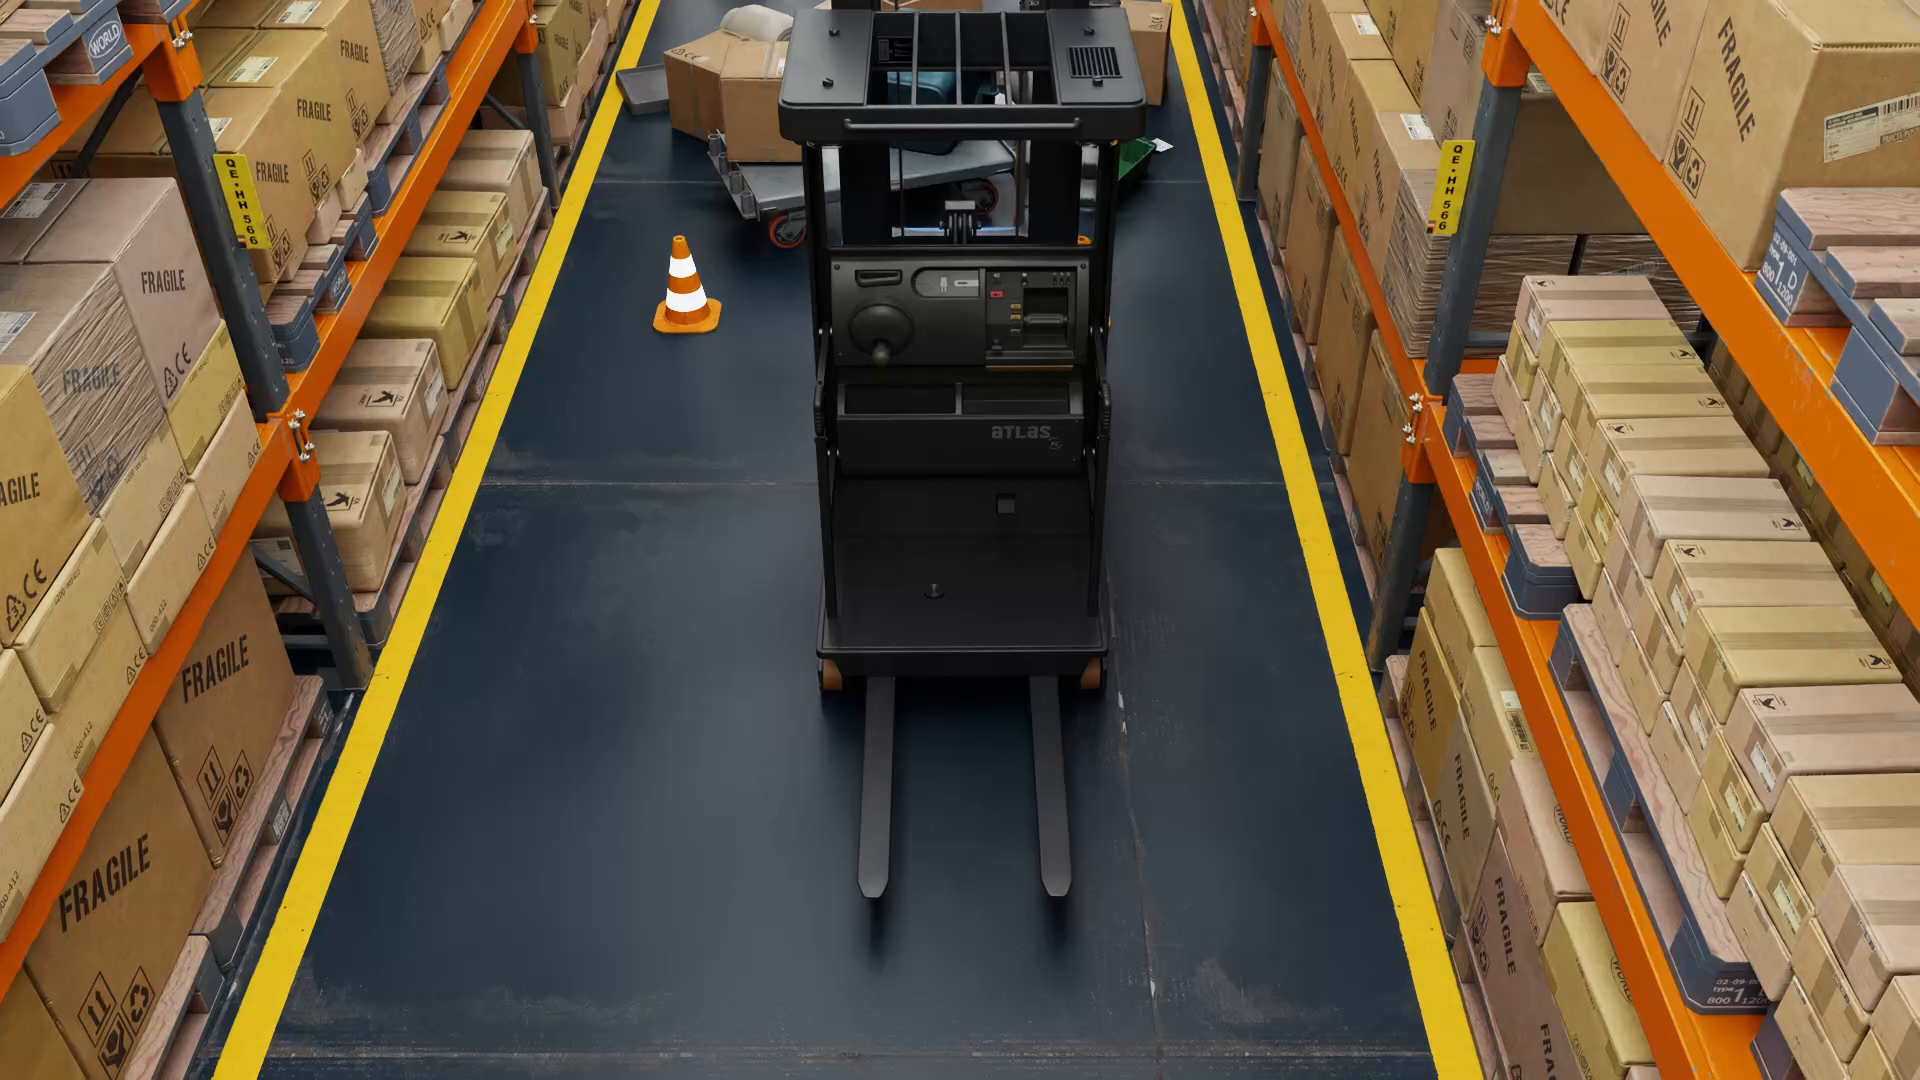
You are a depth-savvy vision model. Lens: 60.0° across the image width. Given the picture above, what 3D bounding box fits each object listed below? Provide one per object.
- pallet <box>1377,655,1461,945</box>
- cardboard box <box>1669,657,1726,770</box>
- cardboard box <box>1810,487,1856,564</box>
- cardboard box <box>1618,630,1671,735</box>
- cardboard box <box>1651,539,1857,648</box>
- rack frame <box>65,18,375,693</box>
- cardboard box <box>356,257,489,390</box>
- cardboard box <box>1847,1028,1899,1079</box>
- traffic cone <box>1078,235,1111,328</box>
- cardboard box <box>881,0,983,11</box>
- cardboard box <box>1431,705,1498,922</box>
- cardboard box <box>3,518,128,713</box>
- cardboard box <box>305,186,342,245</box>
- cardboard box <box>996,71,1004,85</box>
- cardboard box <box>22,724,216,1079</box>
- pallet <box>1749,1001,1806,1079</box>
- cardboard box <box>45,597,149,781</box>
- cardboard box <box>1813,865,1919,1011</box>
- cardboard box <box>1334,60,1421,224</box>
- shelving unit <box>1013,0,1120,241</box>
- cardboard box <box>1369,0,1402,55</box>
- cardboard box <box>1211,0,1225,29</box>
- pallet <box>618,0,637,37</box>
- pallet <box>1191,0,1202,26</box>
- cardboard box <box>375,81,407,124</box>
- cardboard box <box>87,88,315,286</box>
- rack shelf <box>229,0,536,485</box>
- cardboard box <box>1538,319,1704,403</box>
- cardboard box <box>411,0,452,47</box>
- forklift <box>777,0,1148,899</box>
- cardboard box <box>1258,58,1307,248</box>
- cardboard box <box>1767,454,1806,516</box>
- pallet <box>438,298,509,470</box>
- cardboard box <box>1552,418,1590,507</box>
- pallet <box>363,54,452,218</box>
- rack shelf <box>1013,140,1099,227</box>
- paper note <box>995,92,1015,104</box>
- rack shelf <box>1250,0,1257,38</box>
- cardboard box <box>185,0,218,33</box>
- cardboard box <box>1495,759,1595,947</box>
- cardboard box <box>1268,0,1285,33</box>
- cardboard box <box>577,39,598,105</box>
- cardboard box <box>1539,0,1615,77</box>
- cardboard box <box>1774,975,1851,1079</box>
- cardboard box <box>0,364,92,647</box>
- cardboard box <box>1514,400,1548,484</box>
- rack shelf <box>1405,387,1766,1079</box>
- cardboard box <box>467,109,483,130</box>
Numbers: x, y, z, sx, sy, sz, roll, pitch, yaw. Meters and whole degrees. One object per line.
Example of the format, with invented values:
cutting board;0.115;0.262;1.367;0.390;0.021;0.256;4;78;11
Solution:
pallet;2.127;0.897;5.961;1.003;0.211;1.213;0;39;0
cardboard box;1.934;0.415;3.961;0.380;0.149;0.250;1;39;2
cardboard box;2.588;-0.065;4.560;0.380;0.149;0.250;0;39;0
cardboard box;1.930;0.364;4.262;0.380;0.149;0.250;0;39;1
cardboard box;1.937;0.134;4.074;0.380;0.149;0.250;1;39;1
rack frame;-2.822;-0.613;5.616;1.000;3.000;0.127;0;39;0
cardboard box;-2.817;-1.040;7.915;0.950;0.372;0.625;1;39;1
cardboard box;1.935;1.071;3.142;0.380;0.149;0.250;2;39;2
traffic cone;0.614;-1.351;8.566;0.336;0.463;0.334;0;39;0
cardboard box;-0.298;-3.545;11.271;0.797;0.503;0.637;-28;46;-30
cardboard box;1.877;0.889;5.405;0.500;0.500;0.500;0;39;0
cardboard box;-2.543;0.194;4.329;0.500;0.250;0.500;-1;39;-1
cardboard box;-2.558;-1.230;6.251;0.380;0.149;0.250;-2;39;-3
cardboard box;0.279;-3.188;11.015;0.396;0.266;0.258;6;39;8
cardboard box;-2.908;1.042;4.914;0.875;0.875;0.875;0;39;1
pallet;2.277;1.419;3.234;1.003;0.211;1.213;0;39;0
cardboard box;-2.561;0.396;4.477;0.500;0.250;0.500;0;39;-1
cardboard box;1.936;0.779;3.268;0.380;0.149;0.250;0;39;0
cardboard box;1.859;-1.625;6.799;0.500;0.500;0.500;-1;39;-1
shelving unit;0.459;-1.602;7.544;0.431;2.100;0.503;1;35;2
cardboard box;2.131;-2.346;6.899;0.700;0.500;0.500;0;39;0
cardboard box;2.188;-4.043;11.259;0.875;0.875;0.875;-1;39;-1
pallet;-2.866;-3.972;12.037;1.003;0.211;1.213;0;39;0
pallet;2.197;-4.094;12.190;1.003;0.211;1.213;0;39;0
cardboard box;-2.590;-1.893;7.078;0.380;0.149;0.250;1;39;1
cardboard box;-2.592;-1.213;5.712;0.500;0.500;0.500;-1;39;-1
rack shelf;-2.825;-1.583;7.402;1.077;0.370;4.000;0;39;0
cardboard box;1.937;-0.520;4.890;0.380;0.149;0.250;-1;39;-1
cardboard box;-2.601;-2.512;7.332;0.500;0.500;0.500;1;39;1
forklift;0.005;-0.750;5.842;1.130;2.935;3.031;0;39;0
cardboard box;2.214;-2.079;8.908;1.050;0.750;0.750;0;39;0
cardboard box;2.587;-0.121;4.867;0.380;0.149;0.250;1;39;1
pallet;-2.820;-0.774;8.047;1.003;0.211;1.213;0;39;0
cardboard box;1.933;-0.222;4.756;0.380;0.149;0.250;-1;39;-1
pallet;-2.866;-1.776;7.221;1.003;0.211;1.213;0;39;0
rack shelf;0.459;-1.591;7.552;0.431;0.518;0.480;1;35;2
paper note;0.291;-2.867;10.810;0.172;0.023;0.155;13;40;15
rack shelf;2.121;-4.151;10.606;1.077;0.370;4.000;0;39;0
cardboard box;-3.114;-1.855;6.512;0.500;0.500;0.500;-3;39;-3
cardboard box;1.875;0.897;4.795;0.500;0.250;0.500;0;39;0
cardboard box;1.854;-2.891;8.379;0.500;0.500;0.500;0;39;0
cardboard box;-2.570;-2.908;10.343;0.500;0.250;0.500;2;39;3
cardboard box;1.862;-1.532;4.284;0.500;0.500;0.500;0;39;0
cardboard box;1.934;1.033;3.428;0.380;0.149;0.250;-2;39;-2
cardboard box;-2.558;-0.087;4.081;0.500;0.500;0.500;0;39;0
cardboard box;1.926;-0.298;5.088;0.380;0.149;0.250;2;39;2
rack shelf;2.130;0.852;4.363;1.077;0.370;4.000;0;39;0
cardboard box;-3.097;-2.575;9.927;0.500;0.250;0.500;2;39;2
